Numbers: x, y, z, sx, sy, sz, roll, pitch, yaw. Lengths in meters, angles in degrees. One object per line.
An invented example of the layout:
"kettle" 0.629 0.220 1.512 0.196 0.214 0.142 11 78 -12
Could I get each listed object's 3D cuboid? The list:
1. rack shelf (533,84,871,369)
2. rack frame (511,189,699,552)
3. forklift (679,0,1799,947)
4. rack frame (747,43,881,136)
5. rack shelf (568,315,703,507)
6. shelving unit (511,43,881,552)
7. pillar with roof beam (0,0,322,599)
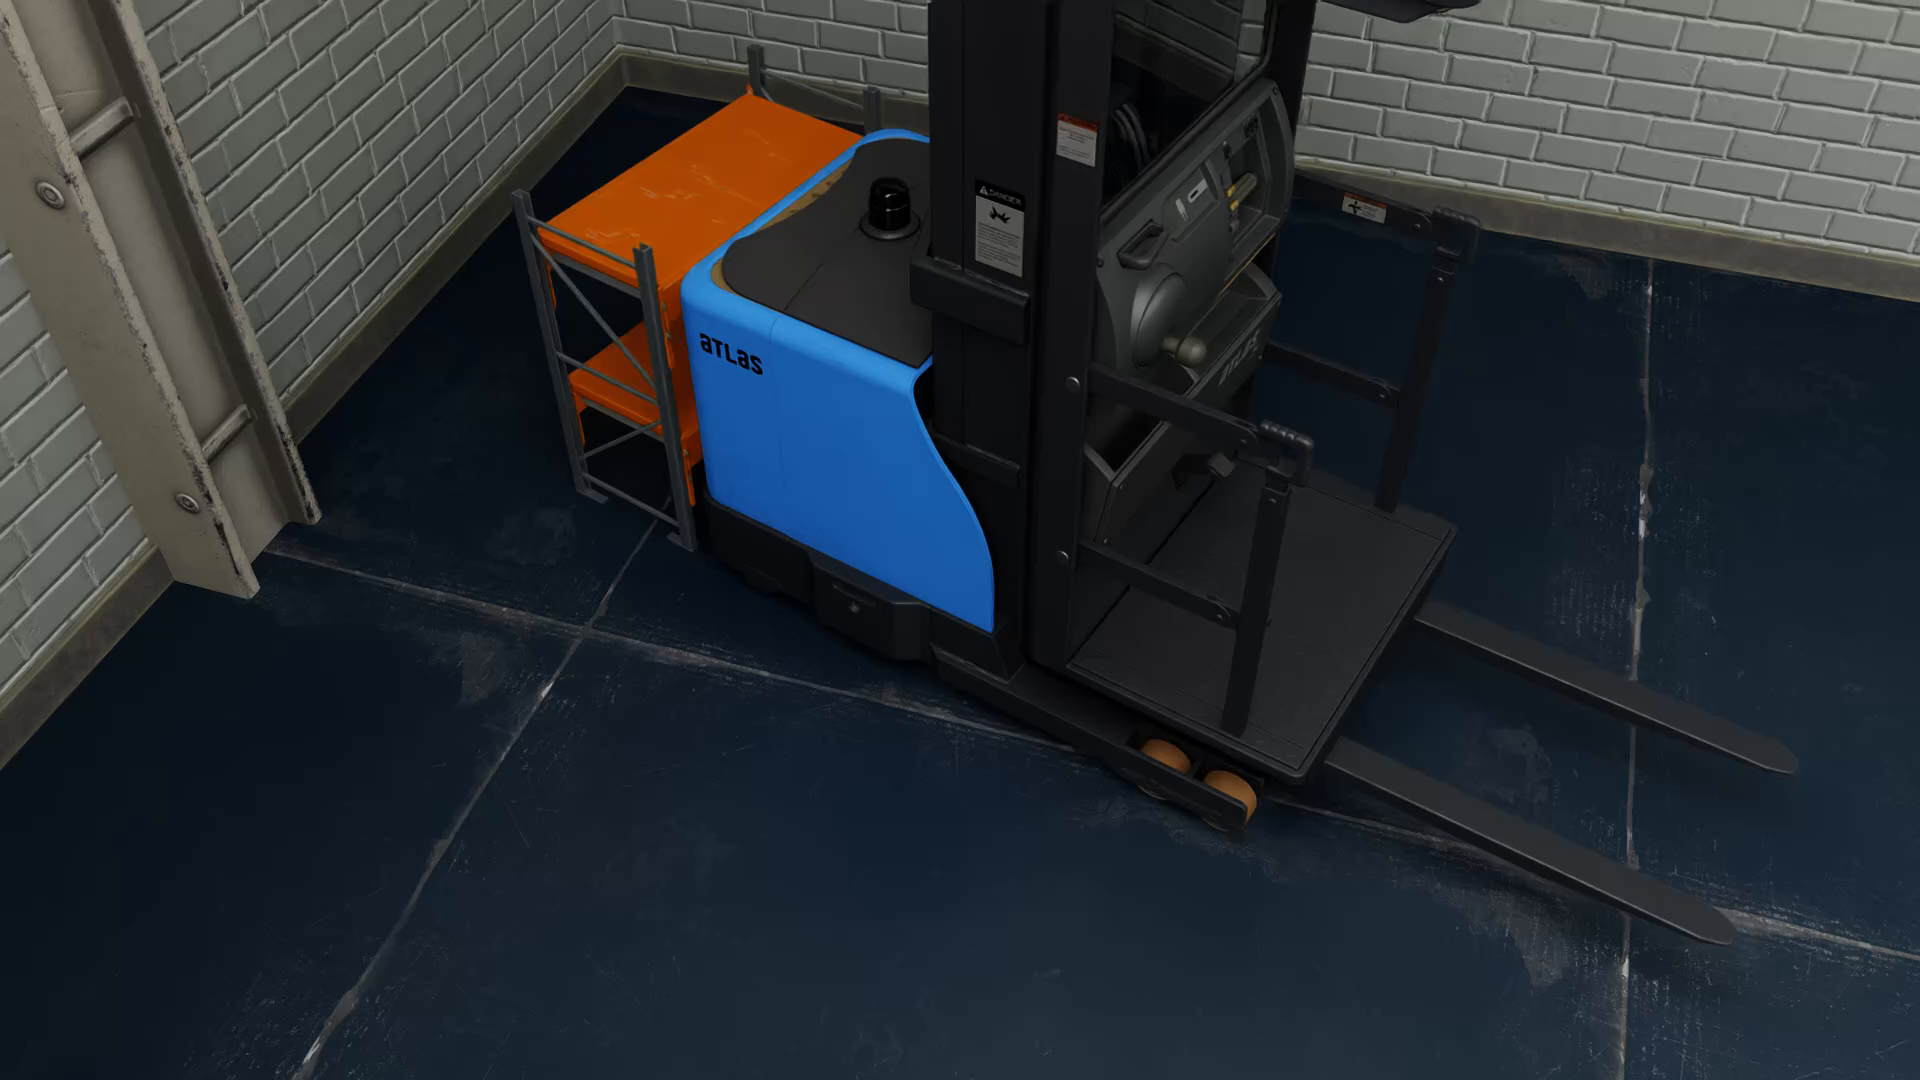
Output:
"rack shelf" -0.746 -0.973 5.021 0.538 0.278 1.000 26 50 24
"rack frame" -1.036 -0.471 4.927 0.500 1.125 0.032 26 50 24
"forklift" 0.744 -0.697 3.866 3.031 2.935 1.130 24 49 23
"rack frame" -0.457 -1.056 5.524 0.500 1.125 0.032 26 50 24
"rack shelf" -0.746 -0.589 5.397 0.538 0.278 1.000 26 50 24
"shelving unit" -0.746 -0.763 5.226 0.538 1.125 1.048 26 50 24
"pillar with roof beam" 1.854 -2.288 1.154 9.100 9.000 0.400 13 46 13
